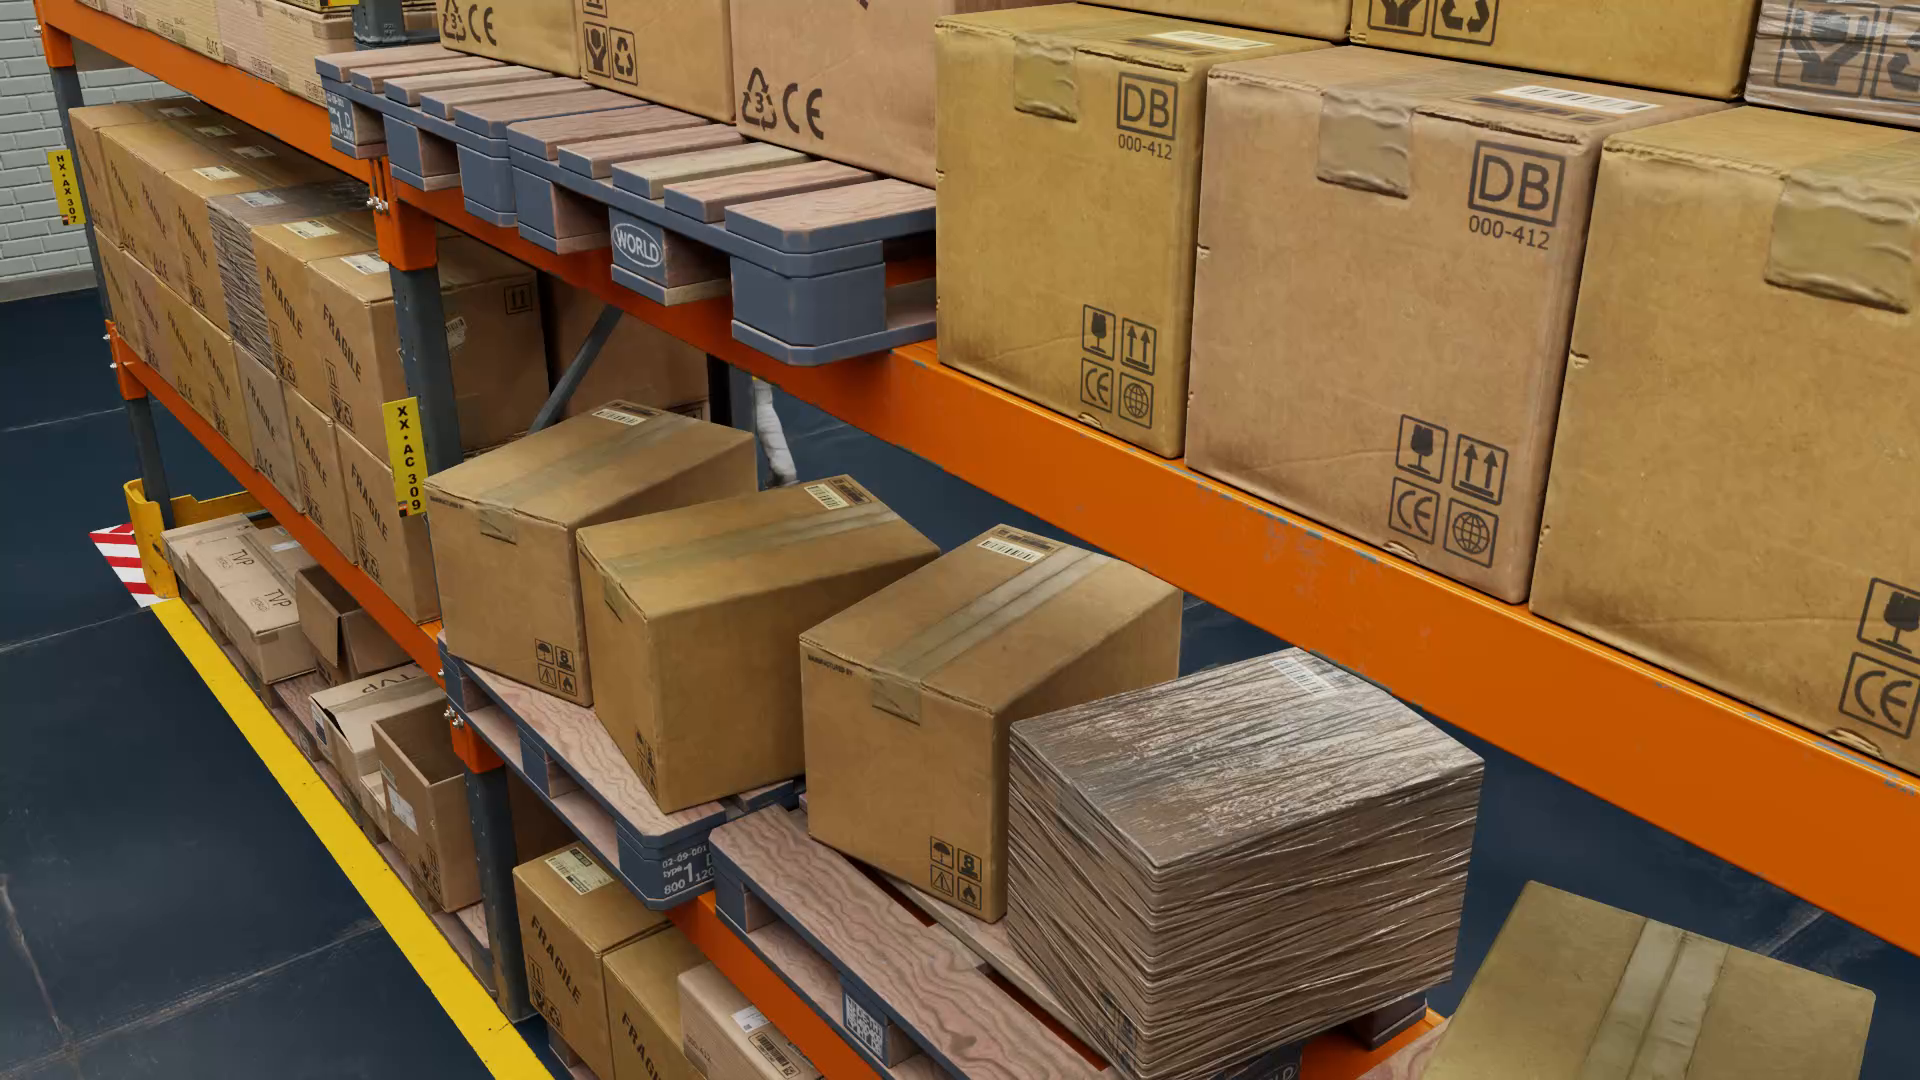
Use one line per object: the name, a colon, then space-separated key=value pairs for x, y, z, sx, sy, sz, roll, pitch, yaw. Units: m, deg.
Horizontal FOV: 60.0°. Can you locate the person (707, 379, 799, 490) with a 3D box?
person: x=-1.238 y=-1.059 z=8.894 sx=0.497 sy=1.611 sz=1.010 roll=-14 pitch=28 yaw=-28
